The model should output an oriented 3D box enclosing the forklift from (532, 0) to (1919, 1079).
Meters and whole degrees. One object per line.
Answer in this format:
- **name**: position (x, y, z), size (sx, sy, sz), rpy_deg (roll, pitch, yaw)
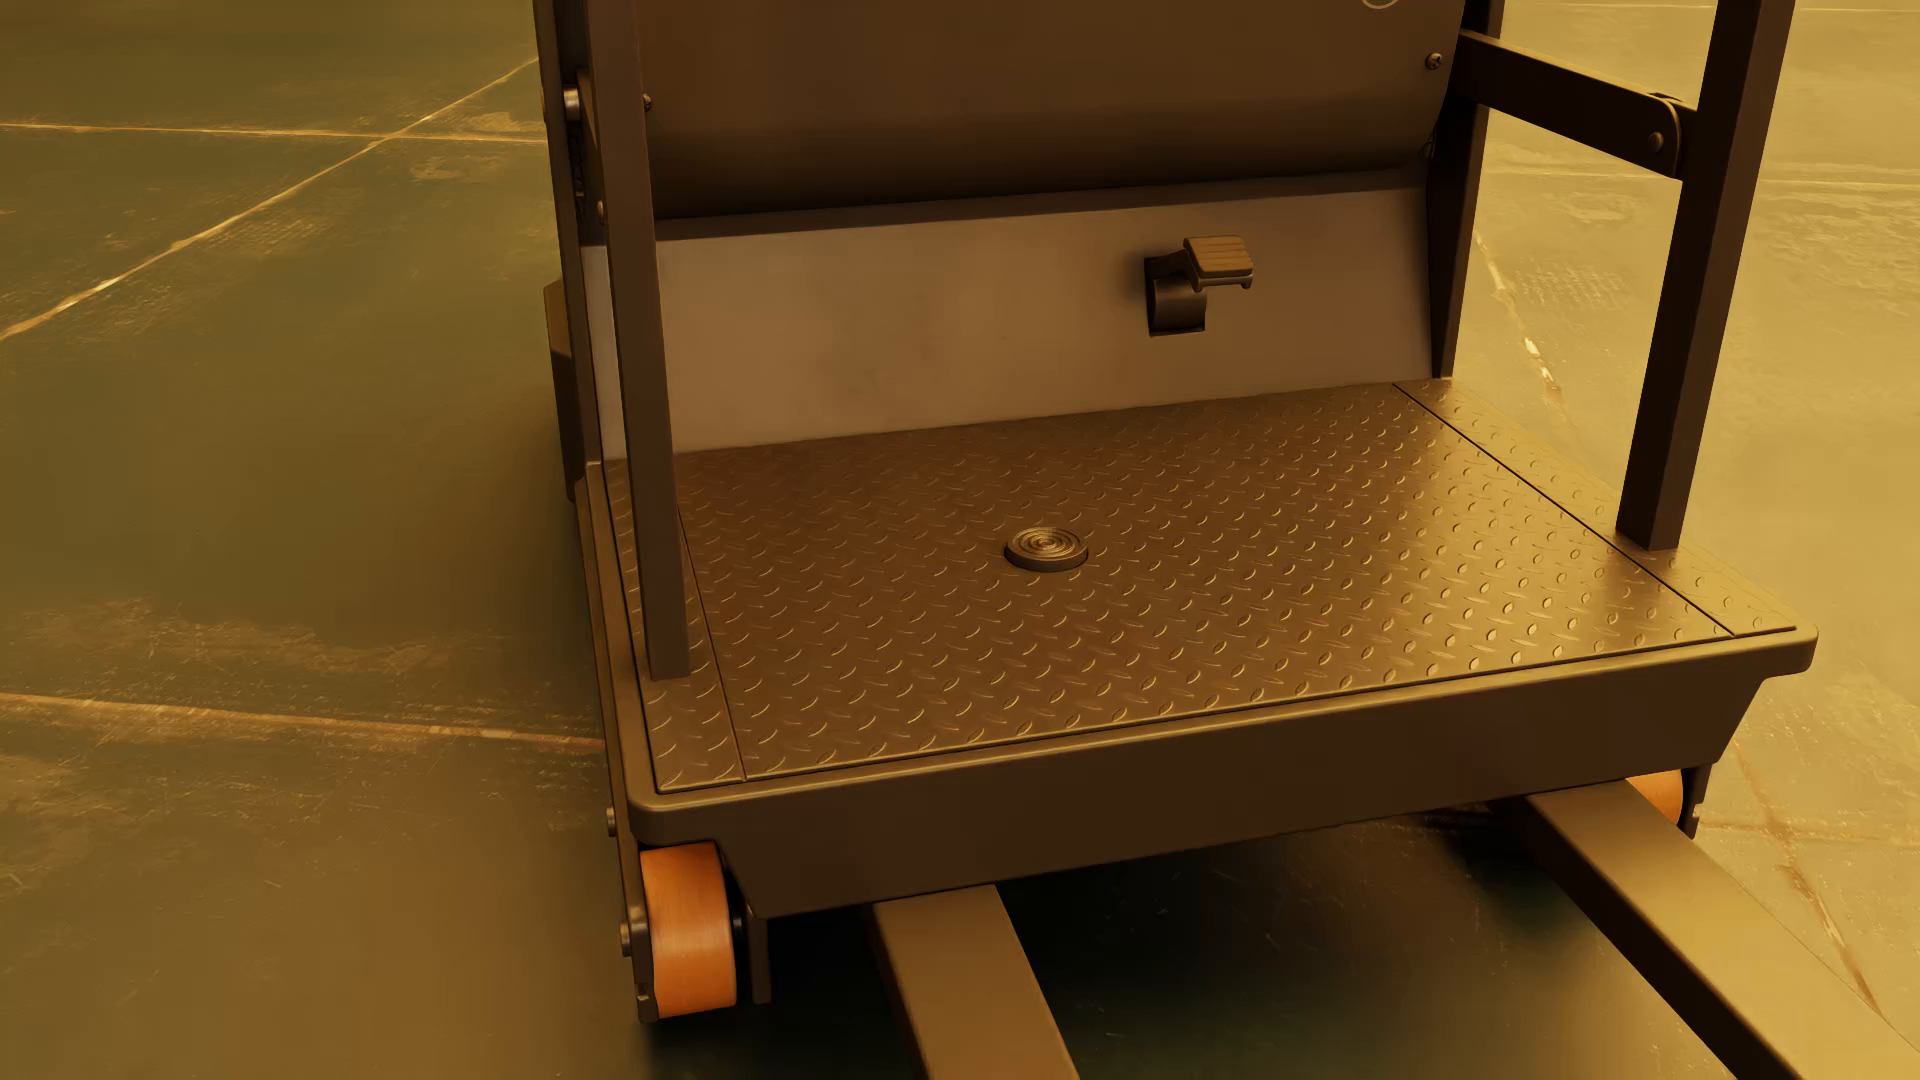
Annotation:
- **forklift**: position (0.153, -1.049, 1.319), size (1.130, 2.935, 3.031), rpy_deg (-7, 27, -13)
